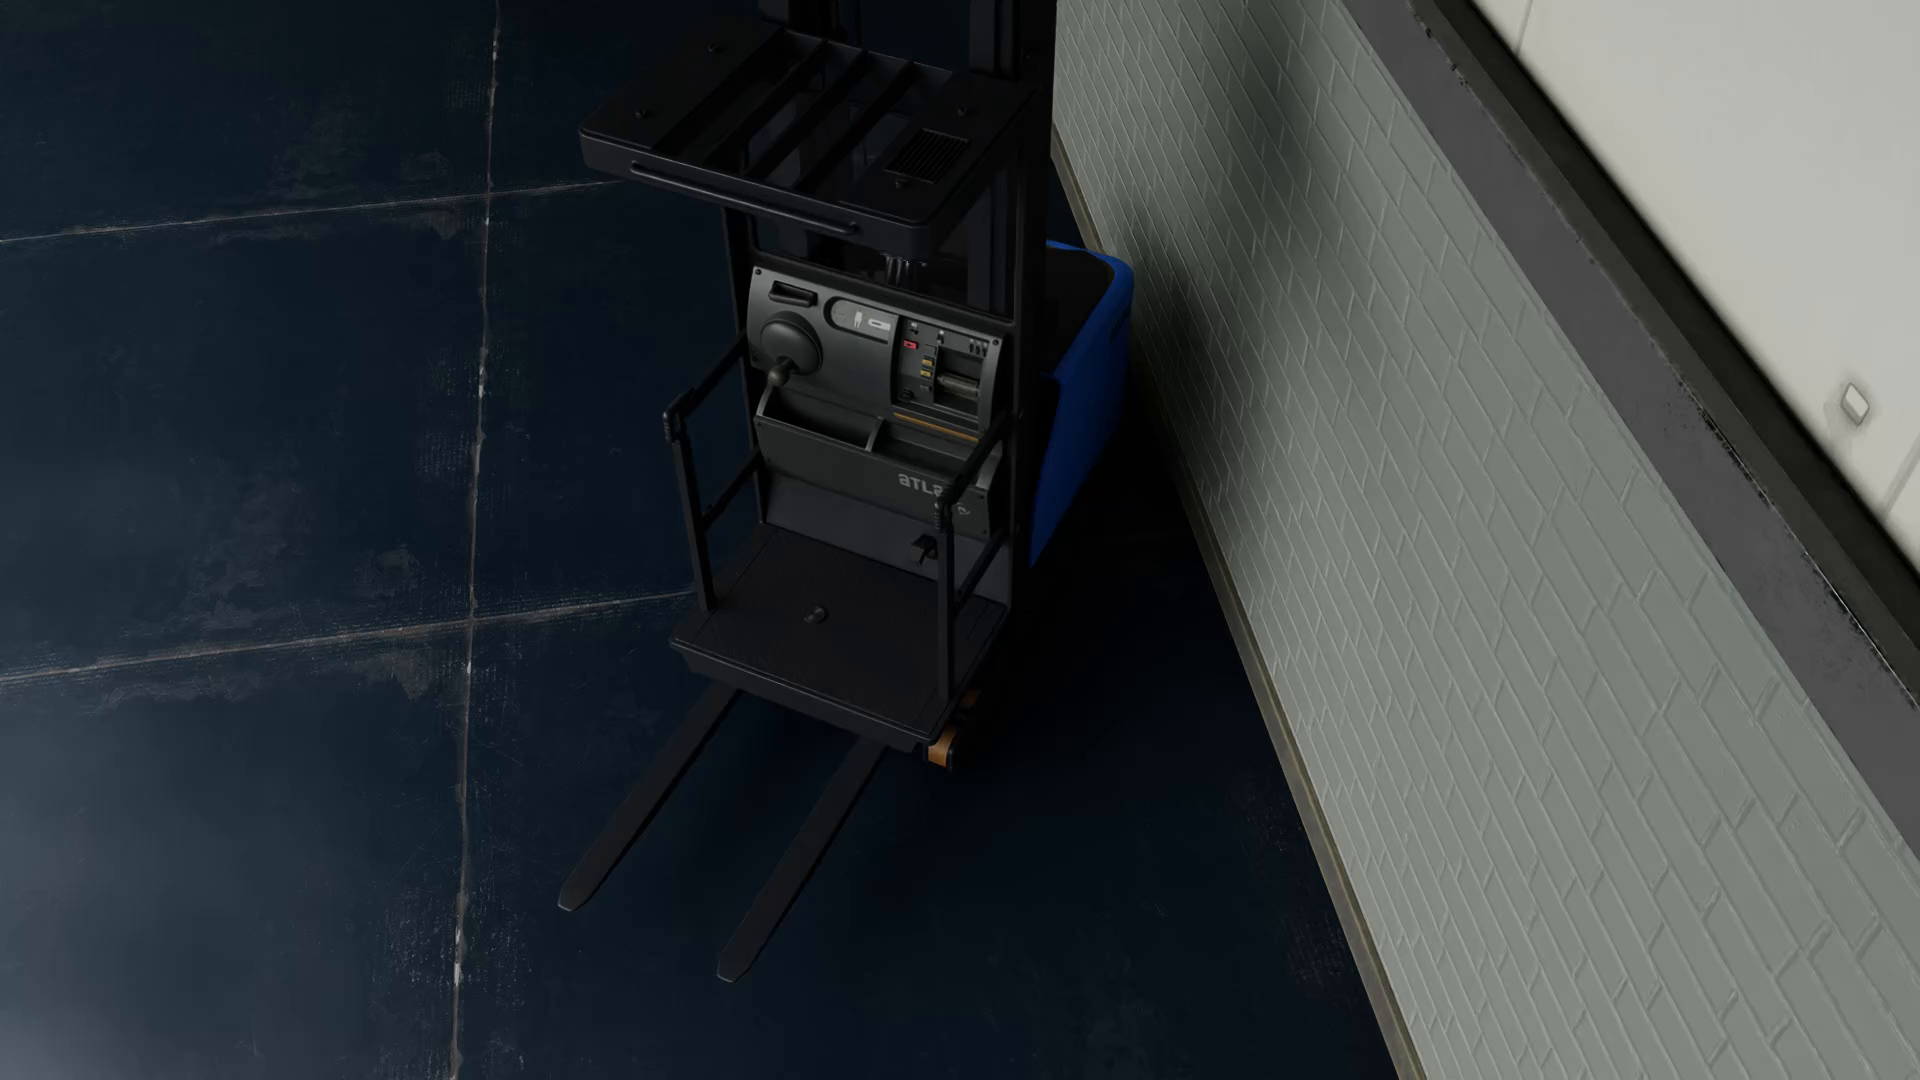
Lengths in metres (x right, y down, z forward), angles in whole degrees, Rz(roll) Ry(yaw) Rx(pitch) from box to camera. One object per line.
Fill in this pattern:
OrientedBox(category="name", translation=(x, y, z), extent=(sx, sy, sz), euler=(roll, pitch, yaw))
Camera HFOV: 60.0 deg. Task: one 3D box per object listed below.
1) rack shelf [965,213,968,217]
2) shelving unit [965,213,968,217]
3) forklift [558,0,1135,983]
OrientedBox(category="rack shelf", translation=(-0.009, -1.283, 7.071), extent=(0.215, 0.259, 0.240), euler=(29, 53, 25))
OrientedBox(category="shelving unit", translation=(-0.009, -1.094, 7.268), extent=(0.215, 1.050, 0.252), euler=(29, 53, 25))
OrientedBox(category="forklift", translation=(-0.382, -0.545, 5.433), extent=(1.130, 2.935, 3.031), euler=(19, 49, 17))
